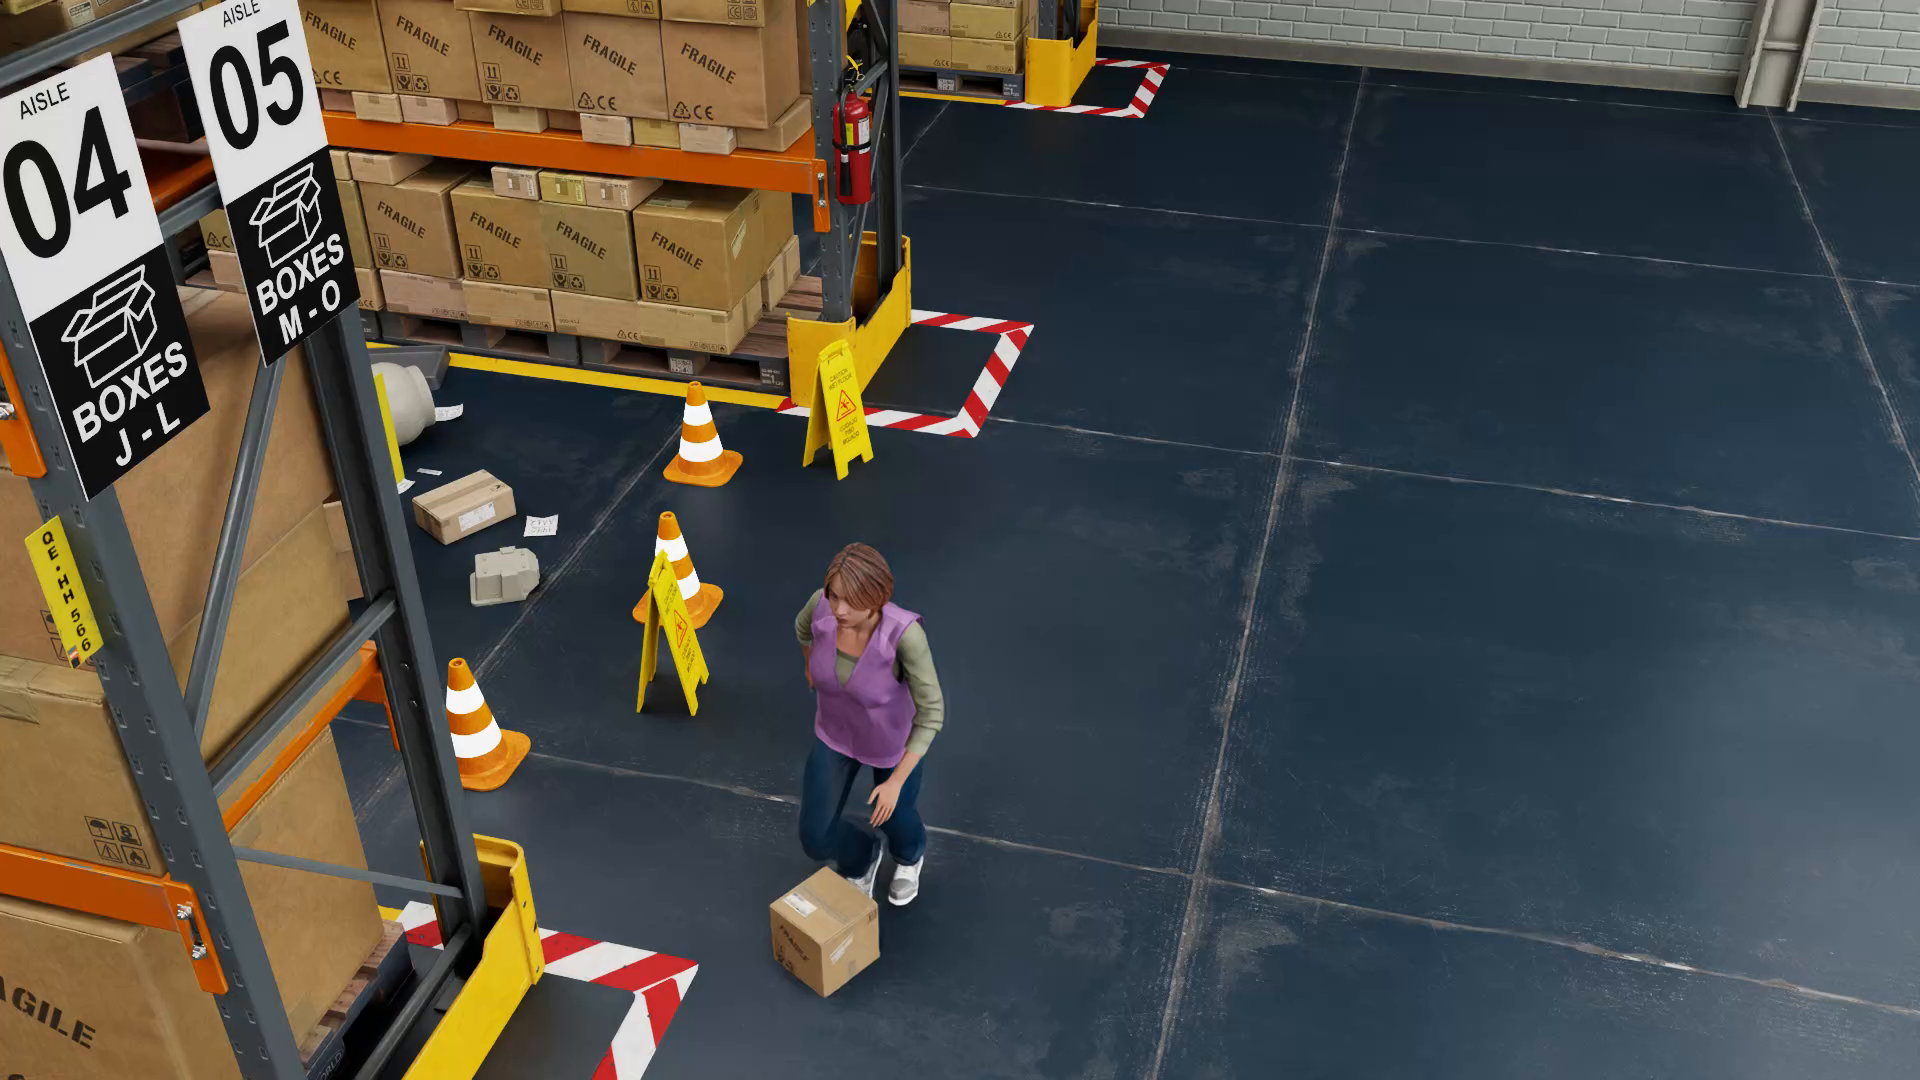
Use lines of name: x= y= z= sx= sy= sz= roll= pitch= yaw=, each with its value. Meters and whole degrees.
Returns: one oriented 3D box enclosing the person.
person: x=-0.300 y=0.631 z=5.219 sx=0.578 sy=1.550 sz=0.674 roll=10 pitch=35 yaw=15
